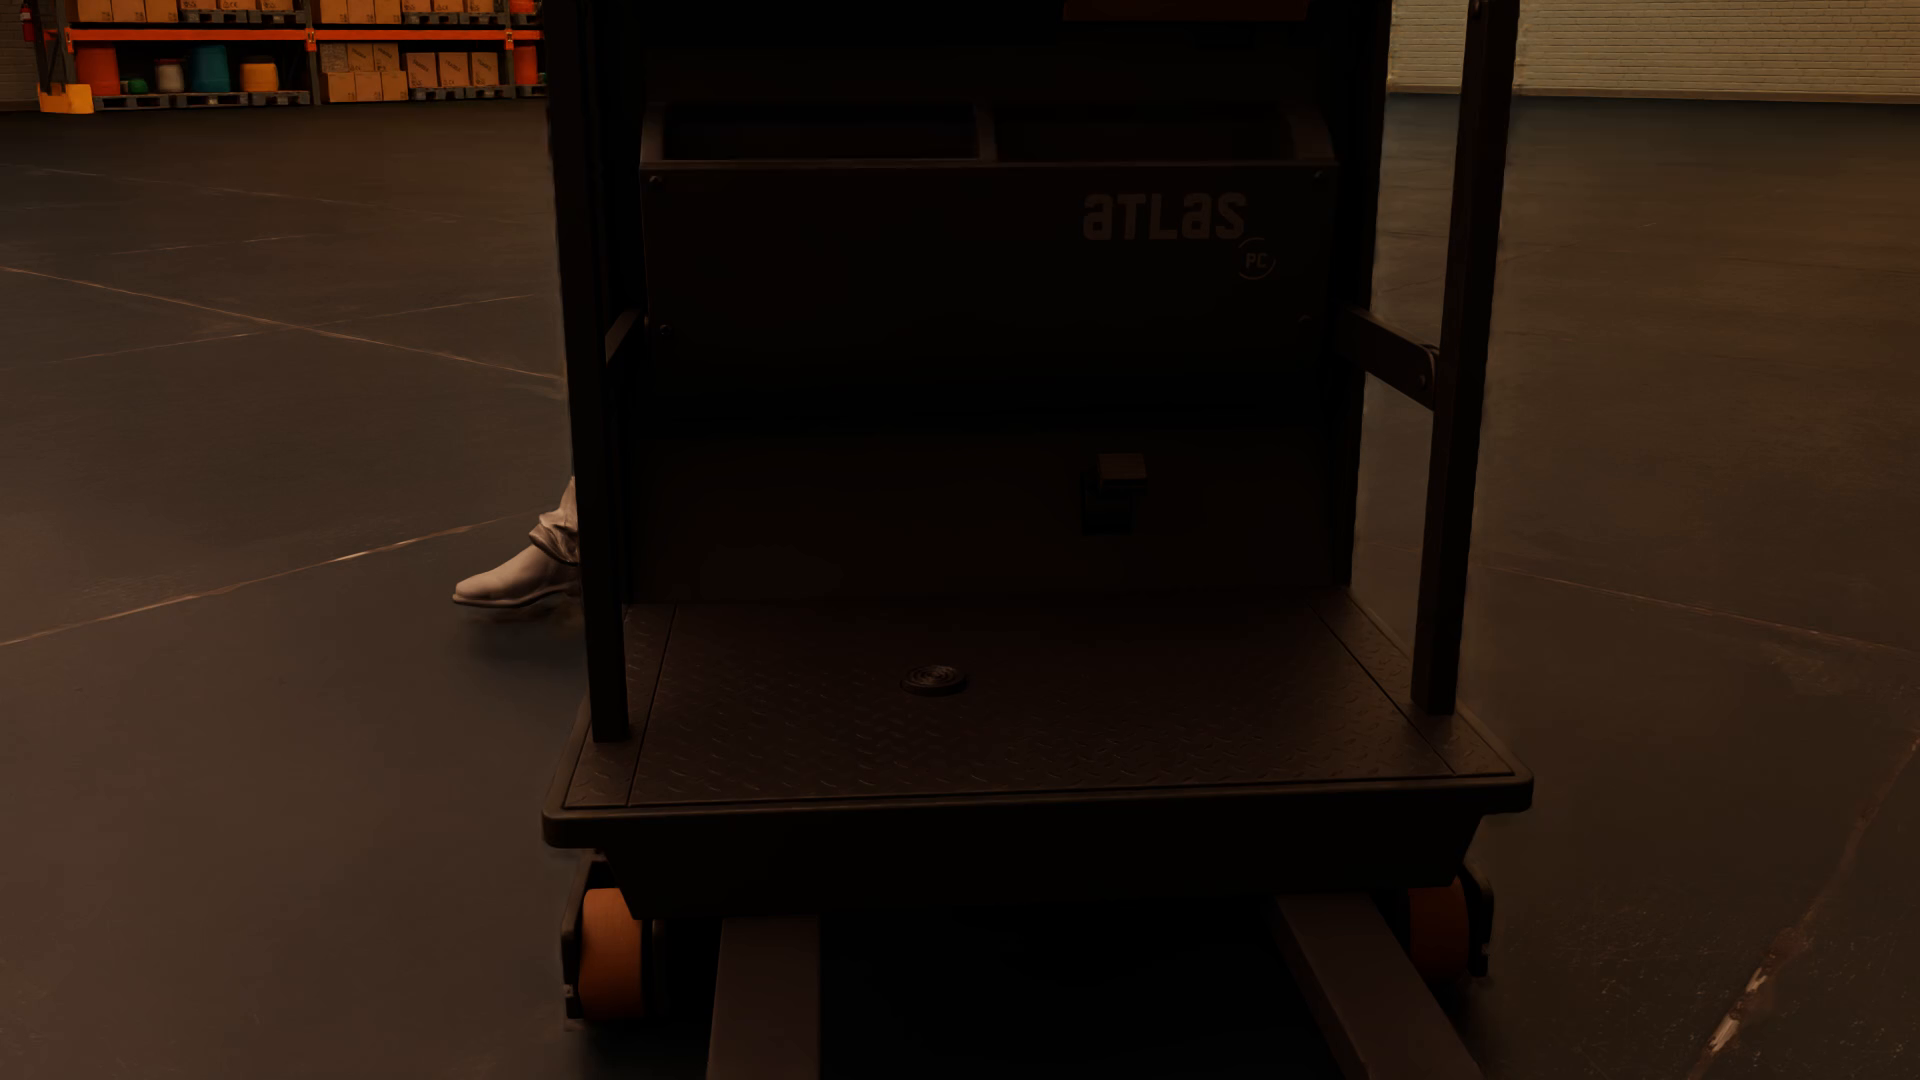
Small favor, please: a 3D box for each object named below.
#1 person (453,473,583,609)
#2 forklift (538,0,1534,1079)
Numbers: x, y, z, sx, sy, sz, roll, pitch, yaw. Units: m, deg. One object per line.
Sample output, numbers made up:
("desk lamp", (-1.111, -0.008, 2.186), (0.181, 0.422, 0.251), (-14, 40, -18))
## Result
("person", (-0.472, -0.614, 3.145), (0.930, 1.565, 0.866), (-11, 20, -33))
("forklift", (0.060, -0.918, 1.922), (1.130, 2.935, 3.031), (-1, 17, -5))
